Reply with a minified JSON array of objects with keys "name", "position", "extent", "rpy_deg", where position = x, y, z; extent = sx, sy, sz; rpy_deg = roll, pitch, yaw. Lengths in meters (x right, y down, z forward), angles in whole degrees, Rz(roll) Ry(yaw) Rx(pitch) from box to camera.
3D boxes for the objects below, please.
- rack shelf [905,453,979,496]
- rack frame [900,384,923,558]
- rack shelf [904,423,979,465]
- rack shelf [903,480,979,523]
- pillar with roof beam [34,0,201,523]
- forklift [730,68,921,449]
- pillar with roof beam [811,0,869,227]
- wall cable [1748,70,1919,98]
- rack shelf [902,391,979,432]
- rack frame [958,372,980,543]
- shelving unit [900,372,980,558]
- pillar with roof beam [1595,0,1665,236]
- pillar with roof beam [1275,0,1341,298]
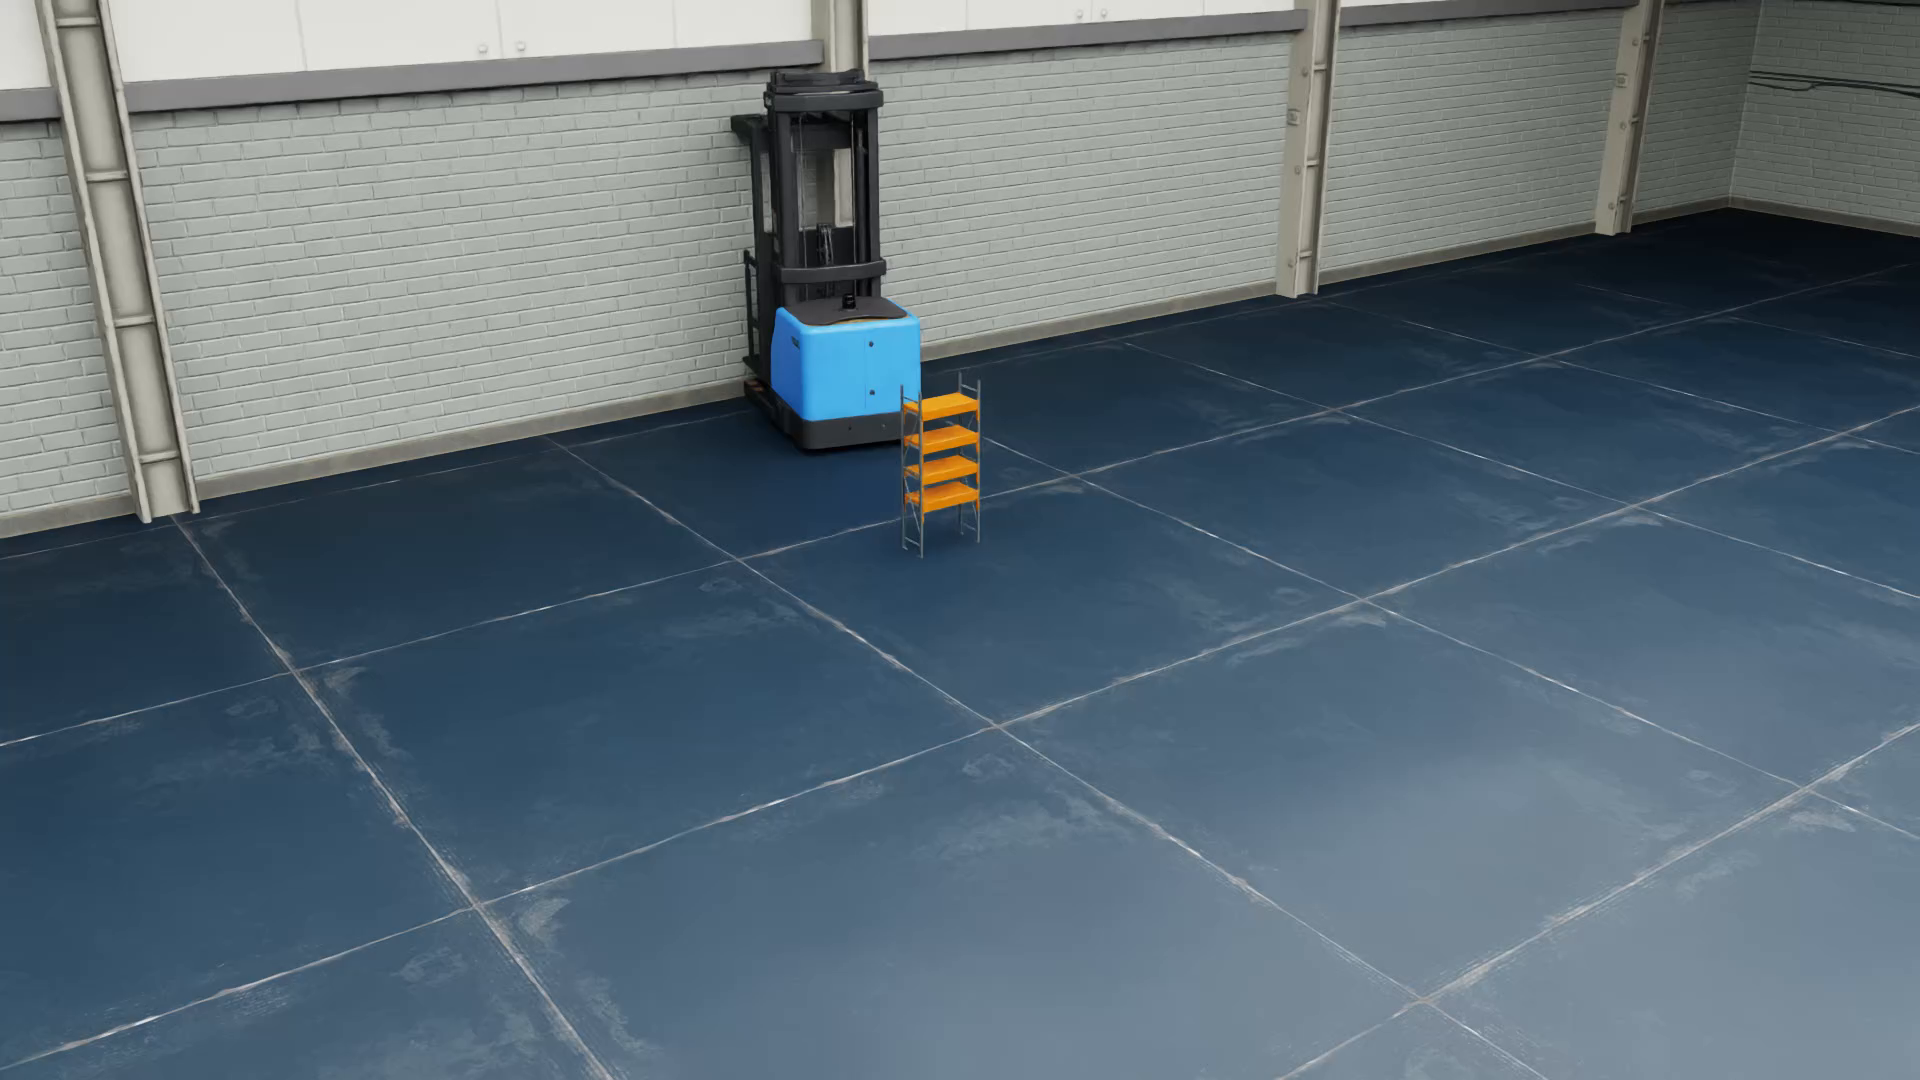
[{"name":"rack shelf","position":[-0.134,-0.459,11.609],"extent":[0.480,0.148,0.258],"rpy_deg":[-15,26,-33]},{"name":"rack frame","position":[-0.332,-0.469,11.452],"extent":[0.015,1.200,0.240],"rpy_deg":[-15,26,-33]},{"name":"rack shelf","position":[-0.134,-0.667,11.526],"extent":[0.480,0.148,0.258],"rpy_deg":[-15,26,-33]},{"name":"rack shelf","position":[-0.134,-0.275,11.683],"extent":[0.480,0.148,0.258],"rpy_deg":[-15,26,-33]},{"name":"pillar with roof beam","position":[-3.405,-3.094,7.509],"extent":[0.400,9.000,9.100],"rpy_deg":[-15,26,-33]},{"name":"forklift","position":[-1.316,-2.615,14.496],"extent":[1.130,2.935,3.031],"rpy_deg":[-8,23,-20]},{"name":"pillar with roof beam","position":[1.466,-4.393,10.764],"extent":[0.400,9.000,9.100],"rpy_deg":[-15,26,-33]},{"name":"wall cable","position":[11.856,-7.083,21.695],"extent":[0.112,2.526,3.097],"rpy_deg":[-15,26,-33]},{"name":"rack shelf","position":[-0.134,-0.886,11.439],"extent":[0.480,0.148,0.258],"rpy_deg":[-15,26,-33]},{"name":"rack frame","position":[0.064,-0.574,11.717],"extent":[0.015,1.200,0.240],"rpy_deg":[-15,26,-33]},{"name":"shelving unit","position":[-0.134,-0.521,11.584],"extent":[0.503,1.200,0.258],"rpy_deg":[-15,26,-33]},{"name":"pillar with roof beam","position":[11.207,-6.991,17.273],"extent":[0.400,9.000,9.100],"rpy_deg":[-15,26,-33]},{"name":"pillar with roof beam","position":[6.336,-5.692,14.018],"extent":[0.400,9.000,9.100],"rpy_deg":[-15,26,-33]}]
